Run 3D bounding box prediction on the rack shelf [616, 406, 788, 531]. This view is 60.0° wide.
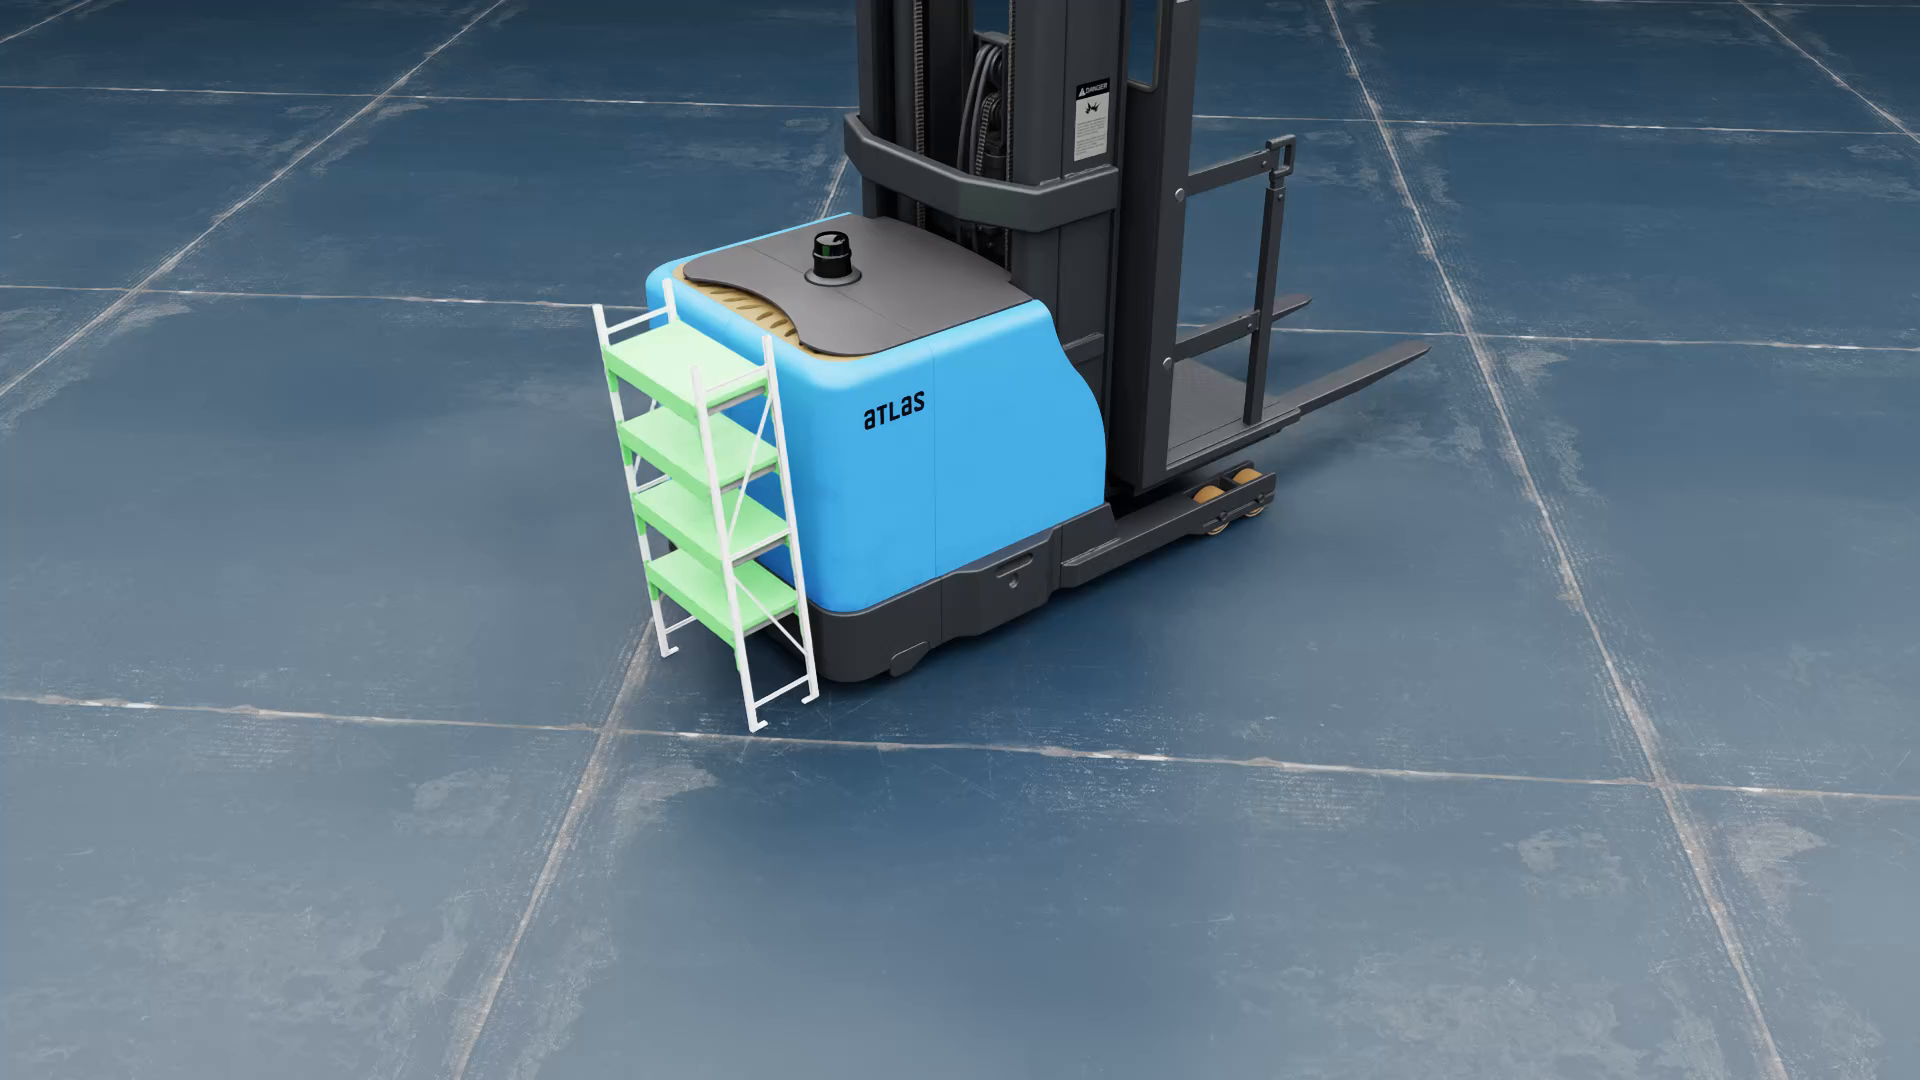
[{"bbox_3d":[-0.716,-0.228,4.625,0.258,0.148,0.480,-27,41,-31],"label":"rack shelf"}]

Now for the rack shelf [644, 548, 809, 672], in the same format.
[{"bbox_3d":[-0.690,0.168,4.895,0.258,0.148,0.480,-27,41,-31],"label":"rack shelf"}]

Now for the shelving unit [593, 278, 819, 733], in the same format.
[{"bbox_3d":[-0.706,-0.083,4.724,0.258,1.200,0.503,-27,41,-31],"label":"shelving unit"}]

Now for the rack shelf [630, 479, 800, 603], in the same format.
[{"bbox_3d":[-0.703,-0.030,4.760,0.258,0.148,0.480,-27,41,-31],"label":"rack shelf"}]

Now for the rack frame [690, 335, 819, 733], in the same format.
[{"bbox_3d":[-0.549,0.015,4.565,0.240,1.200,0.015,-27,41,-31],"label":"rack frame"}]

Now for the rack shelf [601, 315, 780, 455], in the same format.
[{"bbox_3d":[-0.729,-0.426,4.491,0.258,0.148,0.480,-27,41,-31],"label":"rack shelf"}]

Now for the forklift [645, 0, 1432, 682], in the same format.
[{"bbox_3d":[0.487,-1.458,5.322,3.031,2.935,1.130,-23,39,-33],"label":"forklift"}]

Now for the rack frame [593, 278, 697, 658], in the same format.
[{"bbox_3d":[-0.863,-0.181,4.884,0.240,1.200,0.015,-27,41,-31],"label":"rack frame"}]
